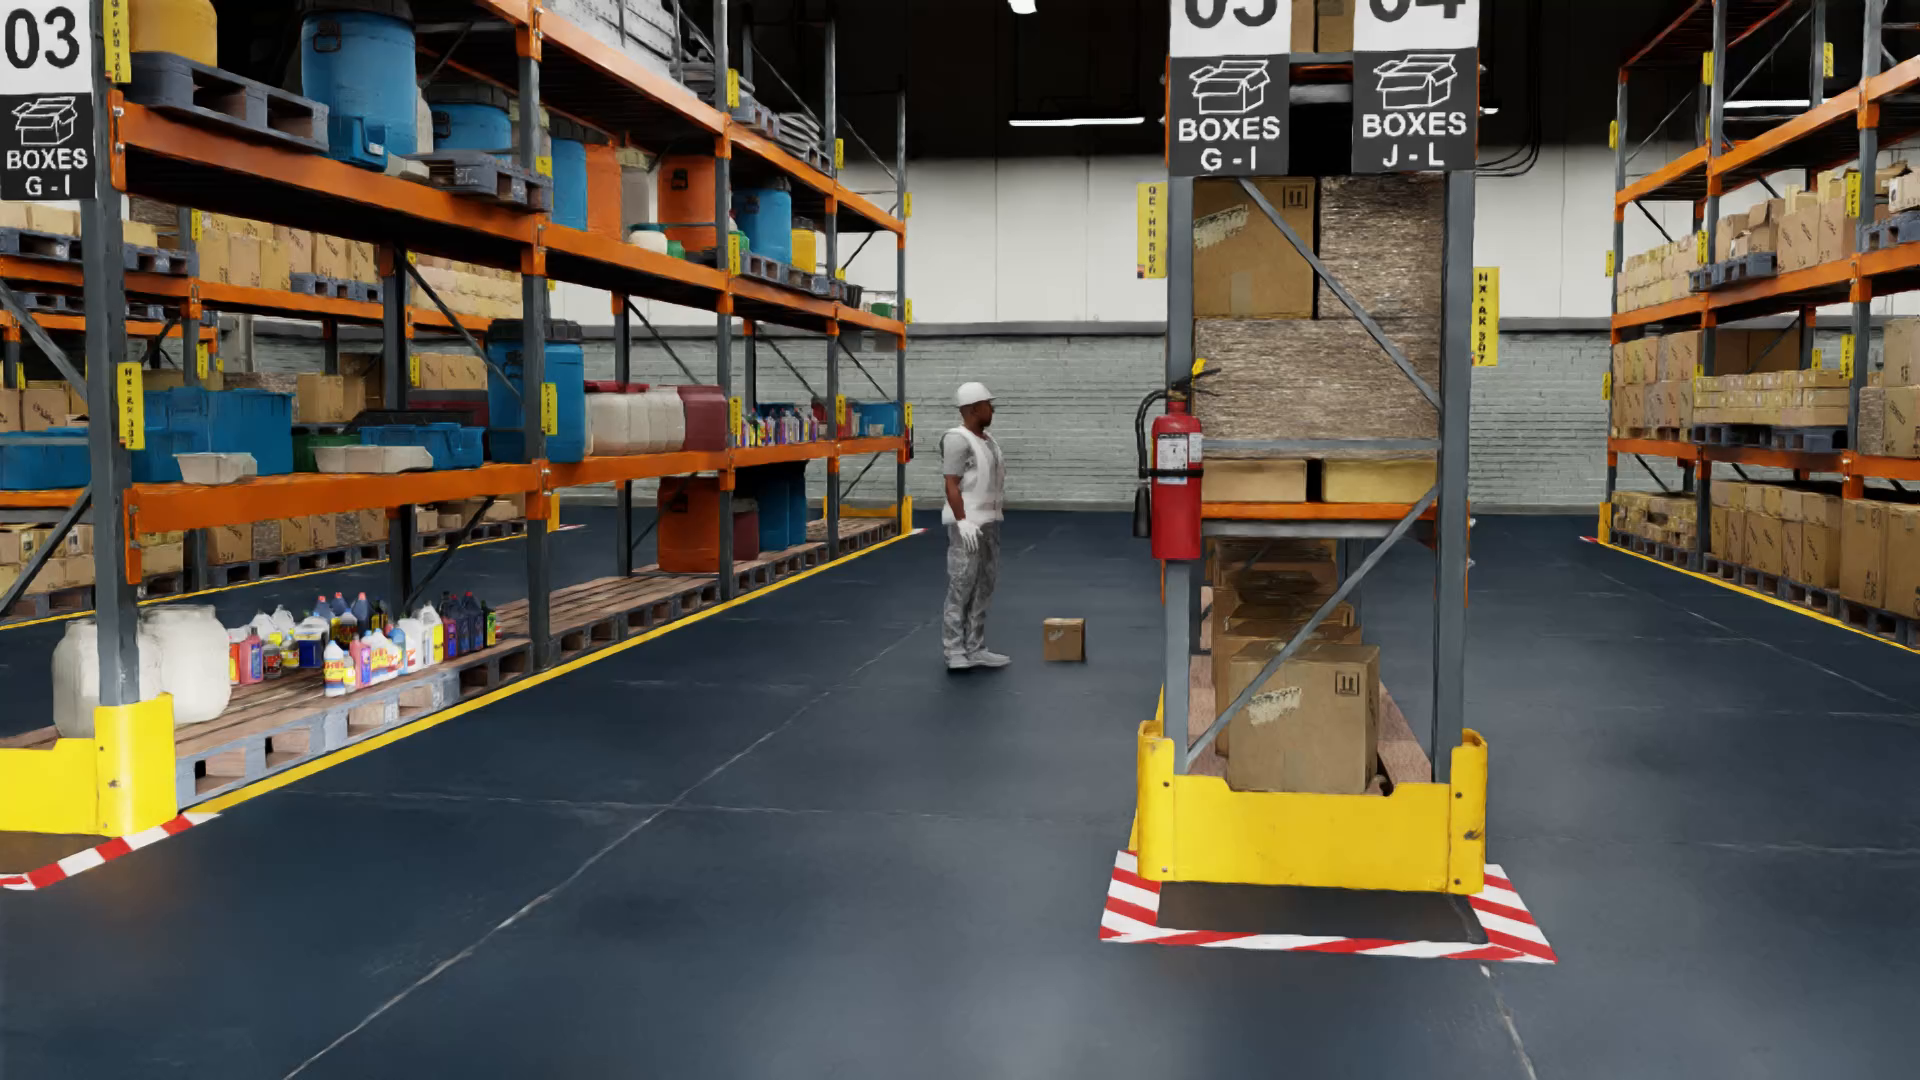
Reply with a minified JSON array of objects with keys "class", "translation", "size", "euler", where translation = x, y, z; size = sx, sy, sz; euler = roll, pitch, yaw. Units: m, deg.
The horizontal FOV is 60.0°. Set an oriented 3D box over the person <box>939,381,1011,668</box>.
[{"class":"person","translation":[0.084,-0.095,10.397],"size":[0.378,1.785,0.594],"euler":[2,5,29]}]
